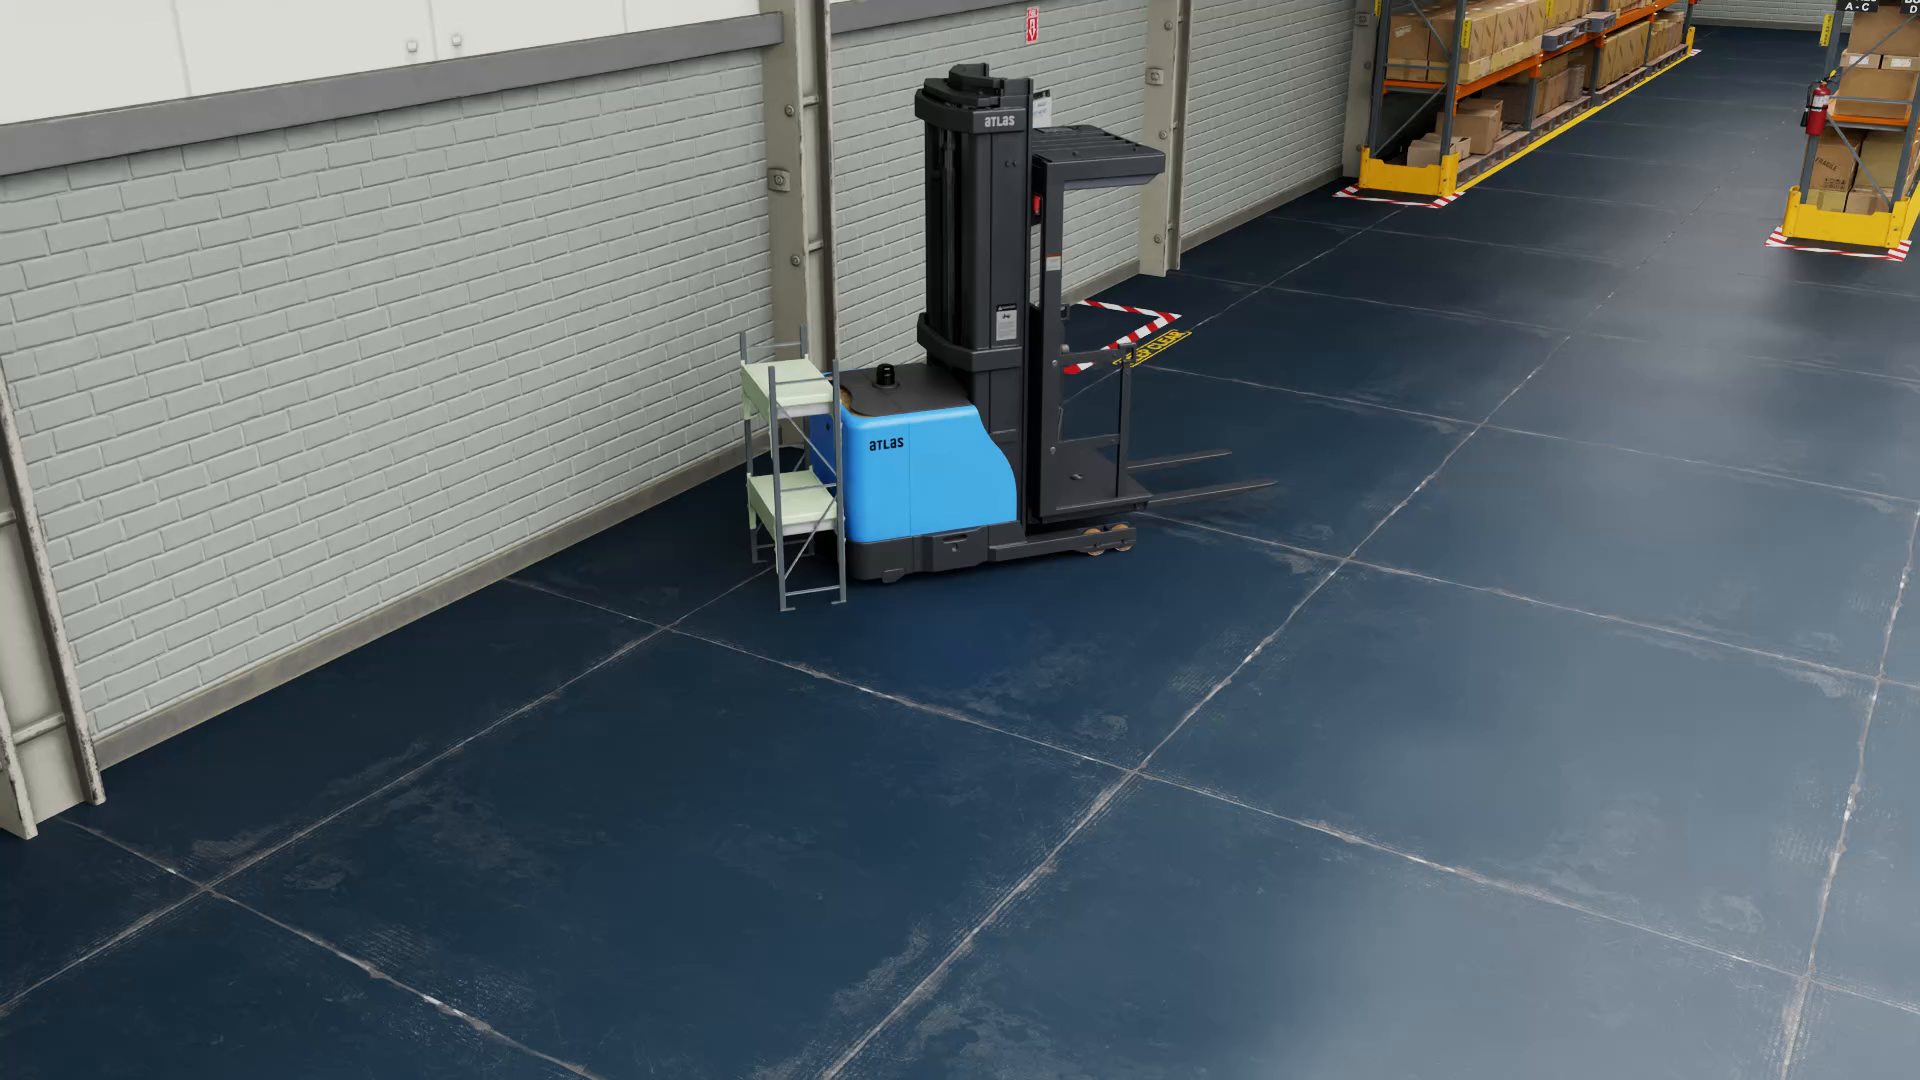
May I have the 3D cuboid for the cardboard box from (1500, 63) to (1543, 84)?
[{"bbox_3d":[8.289,-6.914,24.595,0.500,0.250,0.500,13,27,28],"label":"cardboard box"}]

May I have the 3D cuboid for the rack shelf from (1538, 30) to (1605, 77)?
[{"bbox_3d":[8.741,-7.459,25.110,1.077,0.370,4.000,14,27,29],"label":"rack shelf"}]

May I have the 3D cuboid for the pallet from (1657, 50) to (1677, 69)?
[{"bbox_3d":[13.016,-9.188,31.709,1.003,0.211,1.213,14,27,29],"label":"pallet"}]

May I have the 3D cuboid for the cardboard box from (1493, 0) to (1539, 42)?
[{"bbox_3d":[7.441,-7.005,22.375,0.500,0.500,0.500,14,27,29],"label":"cardboard box"}]

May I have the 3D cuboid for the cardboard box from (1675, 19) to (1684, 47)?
[{"bbox_3d":[13.731,-9.953,32.583,0.700,0.500,0.500,14,27,29],"label":"cardboard box"}]

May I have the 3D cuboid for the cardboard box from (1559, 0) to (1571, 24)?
[{"bbox_3d":[8.605,-7.943,24.642,0.700,0.500,0.500,18,29,36],"label":"cardboard box"}]

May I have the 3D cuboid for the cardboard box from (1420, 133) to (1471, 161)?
[{"bbox_3d":[6.318,-5.139,21.677,0.500,0.311,0.500,16,28,33],"label":"cardboard box"}]

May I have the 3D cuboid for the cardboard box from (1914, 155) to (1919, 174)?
[{"bbox_3d":[11.565,-4.639,20.623,0.500,0.250,0.500,14,27,29],"label":"cardboard box"}]

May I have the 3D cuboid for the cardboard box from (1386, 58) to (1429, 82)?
[{"bbox_3d":[5.658,-5.903,20.774,0.500,0.250,0.500,14,27,30],"label":"cardboard box"}]

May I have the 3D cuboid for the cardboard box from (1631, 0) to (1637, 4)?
[{"bbox_3d":[11.084,-9.286,27.898,0.500,0.500,0.500,15,27,30],"label":"cardboard box"}]

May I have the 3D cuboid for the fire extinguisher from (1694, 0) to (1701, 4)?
[{"bbox_3d":[14.487,-10.912,32.747,0.296,0.674,0.183,14,27,29],"label":"fire extinguisher"}]

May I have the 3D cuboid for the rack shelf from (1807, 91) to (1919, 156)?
[{"bbox_3d":[10.841,-5.072,19.597,1.077,0.370,4.000,14,27,29],"label":"rack shelf"}]

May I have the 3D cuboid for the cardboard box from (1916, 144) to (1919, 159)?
[{"bbox_3d":[11.563,-4.984,20.475,0.500,0.500,0.500,14,27,29],"label":"cardboard box"}]

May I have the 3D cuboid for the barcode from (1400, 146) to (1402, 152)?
[{"bbox_3d":[5.687,-5.041,21.438,0.001,0.075,0.075,14,27,29],"label":"barcode"}]

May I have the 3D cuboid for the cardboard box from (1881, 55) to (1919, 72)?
[{"bbox_3d":[10.176,-5.158,17.947,0.380,0.149,0.250,14,27,29],"label":"cardboard box"}]

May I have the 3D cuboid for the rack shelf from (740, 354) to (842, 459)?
[{"bbox_3d":[-0.991,-0.791,9.707,0.431,0.370,0.720,-8,25,-18],"label":"rack shelf"}]

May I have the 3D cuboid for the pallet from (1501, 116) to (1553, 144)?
[{"bbox_3d":[8.095,-6.098,24.570,1.003,0.211,1.213,14,27,29],"label":"pallet"}]

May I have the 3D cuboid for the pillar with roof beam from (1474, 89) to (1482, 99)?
[{"bbox_3d":[12.032,-10.058,22.656,9.100,9.000,0.400,14,27,29],"label":"pillar with roof beam"}]

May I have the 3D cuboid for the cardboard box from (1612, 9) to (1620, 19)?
[{"bbox_3d":[10.518,-8.576,27.075,0.380,0.149,0.250,15,27,31],"label":"cardboard box"}]

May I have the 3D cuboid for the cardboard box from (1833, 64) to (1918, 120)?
[{"bbox_3d":[10.043,-4.928,18.232,0.700,0.500,0.500,14,27,29],"label":"cardboard box"}]

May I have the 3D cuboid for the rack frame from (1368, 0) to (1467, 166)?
[{"bbox_3d":[5.576,-5.764,20.289,1.000,3.000,0.127,14,27,29],"label":"rack frame"}]

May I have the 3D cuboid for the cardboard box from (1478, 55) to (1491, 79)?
[{"bbox_3d":[6.365,-5.981,20.954,0.500,0.250,0.500,13,27,27],"label":"cardboard box"}]

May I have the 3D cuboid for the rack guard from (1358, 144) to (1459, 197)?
[{"bbox_3d":[5.616,-4.643,20.845,1.175,0.500,0.348,14,27,29],"label":"rack guard"}]

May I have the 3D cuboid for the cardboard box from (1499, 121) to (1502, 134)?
[{"bbox_3d":[7.429,-5.829,23.452,0.380,0.166,0.250,10,25,22],"label":"cardboard box"}]

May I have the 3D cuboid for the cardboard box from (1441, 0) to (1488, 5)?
[{"bbox_3d":[6.717,-6.943,22.232,0.500,0.500,0.500,15,27,30],"label":"cardboard box"}]

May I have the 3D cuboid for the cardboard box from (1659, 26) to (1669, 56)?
[{"bbox_3d":[12.928,-9.432,31.381,0.700,0.500,0.500,15,27,30],"label":"cardboard box"}]

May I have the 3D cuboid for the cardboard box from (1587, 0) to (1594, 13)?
[{"bbox_3d":[9.556,-8.551,26.048,0.700,0.500,0.500,11,26,23],"label":"cardboard box"}]

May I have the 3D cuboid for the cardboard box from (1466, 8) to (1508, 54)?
[{"bbox_3d":[6.630,-6.485,21.173,0.500,0.500,0.500,13,27,27],"label":"cardboard box"}]

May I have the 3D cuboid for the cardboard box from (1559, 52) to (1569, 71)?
[{"bbox_3d":[9.106,-7.430,25.786,0.500,0.250,0.500,14,27,30],"label":"cardboard box"}]

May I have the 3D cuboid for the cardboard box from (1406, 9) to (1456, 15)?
[{"bbox_3d":[5.918,-6.420,21.024,0.500,0.500,0.500,14,27,30],"label":"cardboard box"}]

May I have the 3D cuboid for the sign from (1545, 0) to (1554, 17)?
[{"bbox_3d":[8.151,-7.400,22.979,0.100,0.325,0.005,14,27,29],"label":"sign"}]

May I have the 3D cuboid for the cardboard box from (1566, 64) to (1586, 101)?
[{"bbox_3d":[9.460,-7.265,26.349,0.700,0.500,0.500,14,27,30],"label":"cardboard box"}]

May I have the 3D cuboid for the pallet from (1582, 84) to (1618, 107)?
[{"bbox_3d":[10.275,-7.435,27.659,1.003,0.211,1.213,14,27,29],"label":"pallet"}]

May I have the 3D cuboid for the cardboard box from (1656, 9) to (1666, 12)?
[{"bbox_3d":[13.627,-10.335,32.648,0.380,0.149,0.250,14,27,29],"label":"cardboard box"}]

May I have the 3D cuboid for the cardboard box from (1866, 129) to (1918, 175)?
[{"bbox_3d":[10.773,-4.477,19.305,0.500,0.500,0.500,14,27,29],"label":"cardboard box"}]

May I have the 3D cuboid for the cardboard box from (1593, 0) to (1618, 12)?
[{"bbox_3d":[10.269,-8.766,26.698,0.500,0.500,0.500,15,27,30],"label":"cardboard box"}]

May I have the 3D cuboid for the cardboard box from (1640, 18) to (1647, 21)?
[{"bbox_3d":[12.691,-9.734,31.260,0.380,0.149,0.250,14,27,29],"label":"cardboard box"}]

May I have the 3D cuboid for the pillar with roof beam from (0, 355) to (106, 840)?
[{"bbox_3d":[-0.628,-1.957,3.945,9.100,9.000,0.400,14,27,29],"label":"pillar with roof beam"}]

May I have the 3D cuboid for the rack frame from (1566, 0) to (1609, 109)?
[{"bbox_3d":[9.796,-8.464,26.527,1.000,3.000,0.127,14,27,29],"label":"rack frame"}]

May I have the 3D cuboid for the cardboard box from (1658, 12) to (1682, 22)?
[{"bbox_3d":[13.684,-10.082,32.066,0.380,0.149,0.250,15,27,30],"label":"cardboard box"}]

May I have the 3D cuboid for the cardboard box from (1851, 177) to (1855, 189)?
[{"bbox_3d":[10.071,-4.072,19.314,0.500,0.250,0.500,14,27,29],"label":"cardboard box"}]

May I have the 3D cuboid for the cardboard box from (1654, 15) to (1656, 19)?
[{"bbox_3d":[13.095,-9.993,31.859,0.380,0.149,0.250,14,27,30],"label":"cardboard box"}]

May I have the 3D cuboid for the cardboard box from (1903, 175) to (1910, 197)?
[{"bbox_3d":[10.783,-4.131,19.449,0.500,0.250,0.500,14,27,29],"label":"cardboard box"}]

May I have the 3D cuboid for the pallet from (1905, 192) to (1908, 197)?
[{"bbox_3d":[10.798,-4.125,20.012,1.003,0.211,1.213,14,27,29],"label":"pallet"}]

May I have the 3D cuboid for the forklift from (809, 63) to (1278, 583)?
[{"bbox_3d":[0.589,-1.434,10.374,3.031,2.935,1.130,-9,25,-19],"label":"forklift"}]

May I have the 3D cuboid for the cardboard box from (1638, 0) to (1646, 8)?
[{"bbox_3d":[11.590,-9.265,28.668,0.380,0.149,0.250,14,27,29],"label":"cardboard box"}]

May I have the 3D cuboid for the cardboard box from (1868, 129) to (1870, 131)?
[{"bbox_3d":[10.596,-4.755,19.946,0.500,0.500,0.500,14,27,29],"label":"cardboard box"}]

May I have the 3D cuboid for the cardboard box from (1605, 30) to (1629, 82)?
[{"bbox_3d":[10.762,-8.186,28.060,0.750,0.750,0.750,14,27,29],"label":"cardboard box"}]

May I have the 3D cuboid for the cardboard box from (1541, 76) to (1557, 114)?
[{"bbox_3d":[8.593,-6.770,25.204,0.700,0.500,0.500,14,27,30],"label":"cardboard box"}]

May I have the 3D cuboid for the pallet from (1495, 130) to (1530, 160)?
[{"bbox_3d":[7.361,-5.600,23.421,1.003,0.211,1.213,14,27,29],"label":"pallet"}]

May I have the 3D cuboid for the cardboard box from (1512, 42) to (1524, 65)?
[{"bbox_3d":[7.171,-6.492,22.134,0.500,0.250,0.500,14,27,29],"label":"cardboard box"}]

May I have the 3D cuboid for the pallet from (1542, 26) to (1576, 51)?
[{"bbox_3d":[8.212,-7.254,23.972,1.003,0.211,1.213,14,27,29],"label":"pallet"}]

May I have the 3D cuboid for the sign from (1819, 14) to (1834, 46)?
[{"bbox_3d":[9.332,-5.486,17.891,0.100,0.325,0.005,14,27,29],"label":"sign"}]

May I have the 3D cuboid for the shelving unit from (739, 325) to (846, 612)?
[{"bbox_3d":[-0.991,-0.433,9.862,0.431,1.500,0.755,-8,25,-18],"label":"shelving unit"}]

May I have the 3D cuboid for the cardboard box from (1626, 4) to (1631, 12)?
[{"bbox_3d":[11.110,-9.028,28.120,0.380,0.149,0.250,15,27,31],"label":"cardboard box"}]
